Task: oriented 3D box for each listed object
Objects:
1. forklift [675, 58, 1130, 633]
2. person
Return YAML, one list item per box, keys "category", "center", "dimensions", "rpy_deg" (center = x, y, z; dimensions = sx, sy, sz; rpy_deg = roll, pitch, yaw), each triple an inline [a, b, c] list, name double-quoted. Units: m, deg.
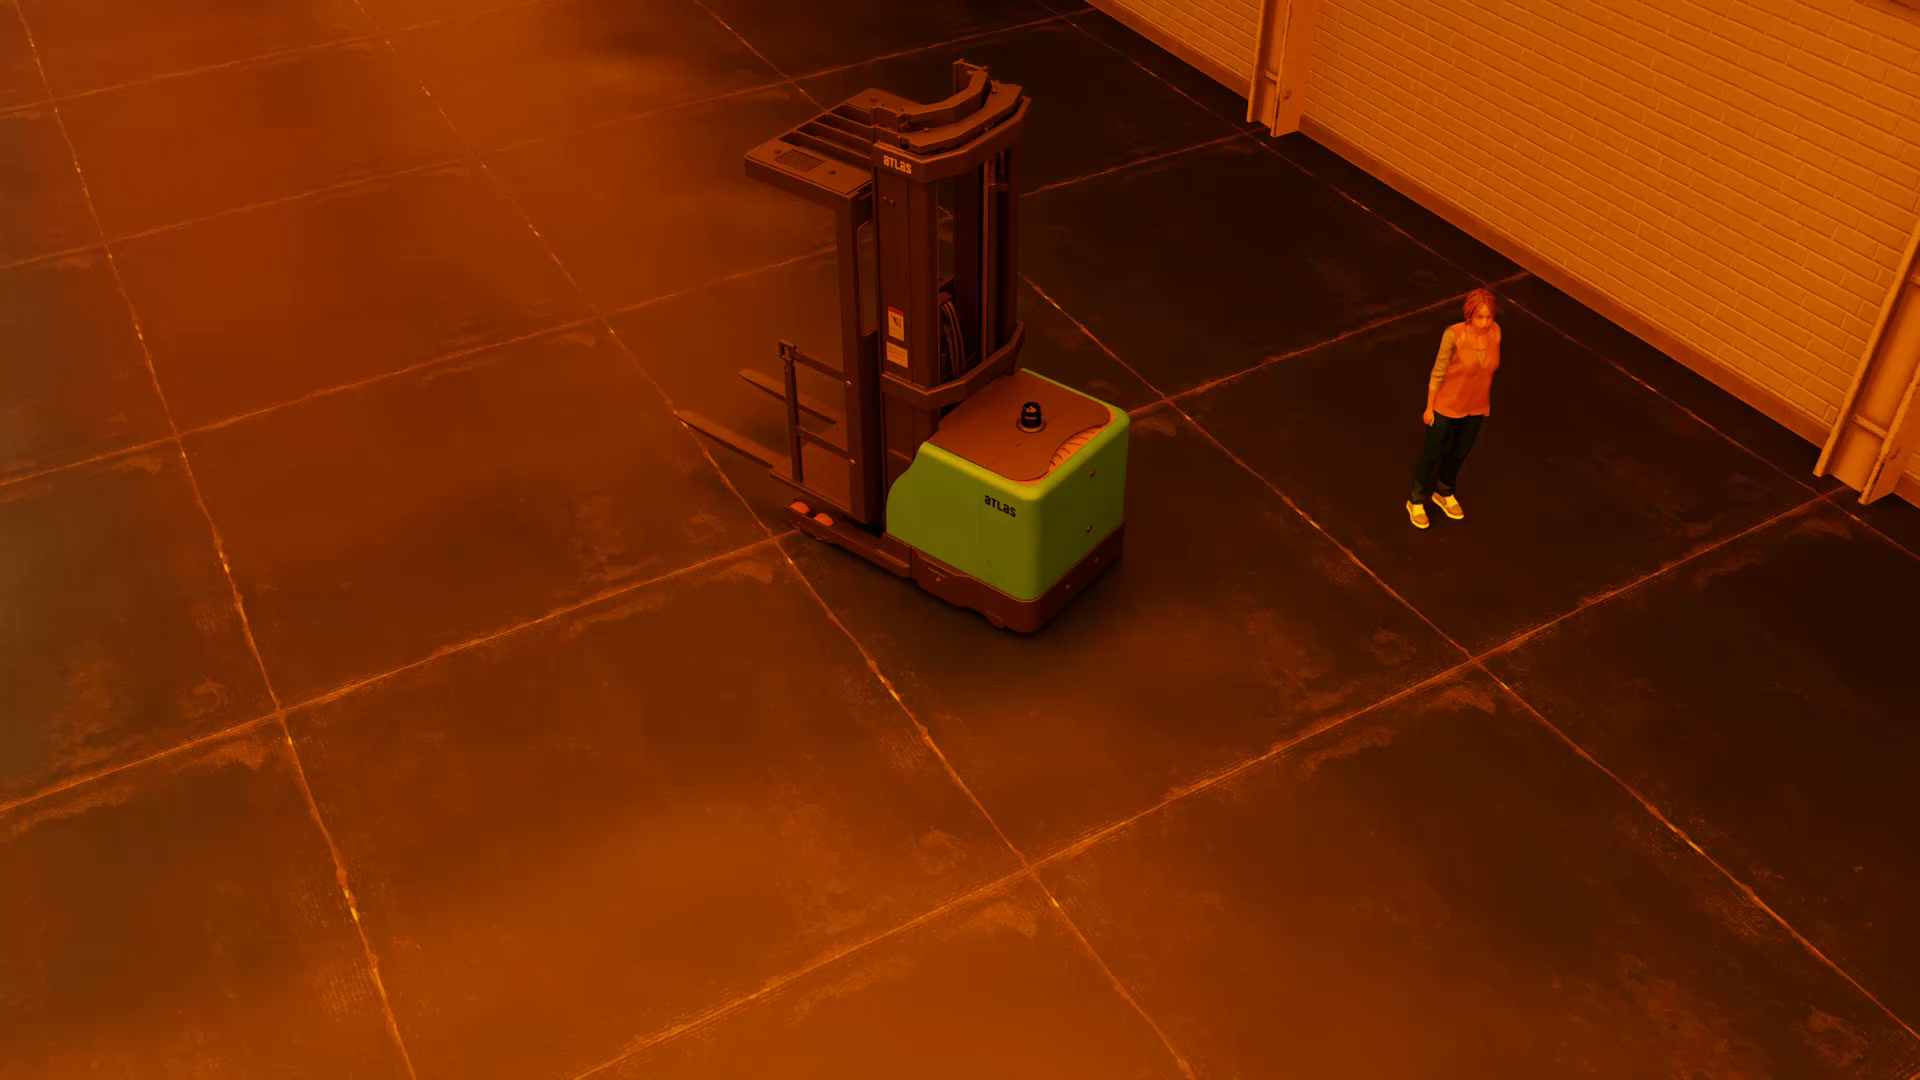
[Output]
- category: "forklift"
  center: [-0.481, -1.366, 9.683]
  dimensions: [3.031, 2.935, 1.130]
  rpy_deg: [26, 46, 28]
- category: "person"
  center: [3.009, -0.799, 10.042]
  dimensions: [0.431, 1.603, 0.323]
  rpy_deg: [-10, 41, -12]
